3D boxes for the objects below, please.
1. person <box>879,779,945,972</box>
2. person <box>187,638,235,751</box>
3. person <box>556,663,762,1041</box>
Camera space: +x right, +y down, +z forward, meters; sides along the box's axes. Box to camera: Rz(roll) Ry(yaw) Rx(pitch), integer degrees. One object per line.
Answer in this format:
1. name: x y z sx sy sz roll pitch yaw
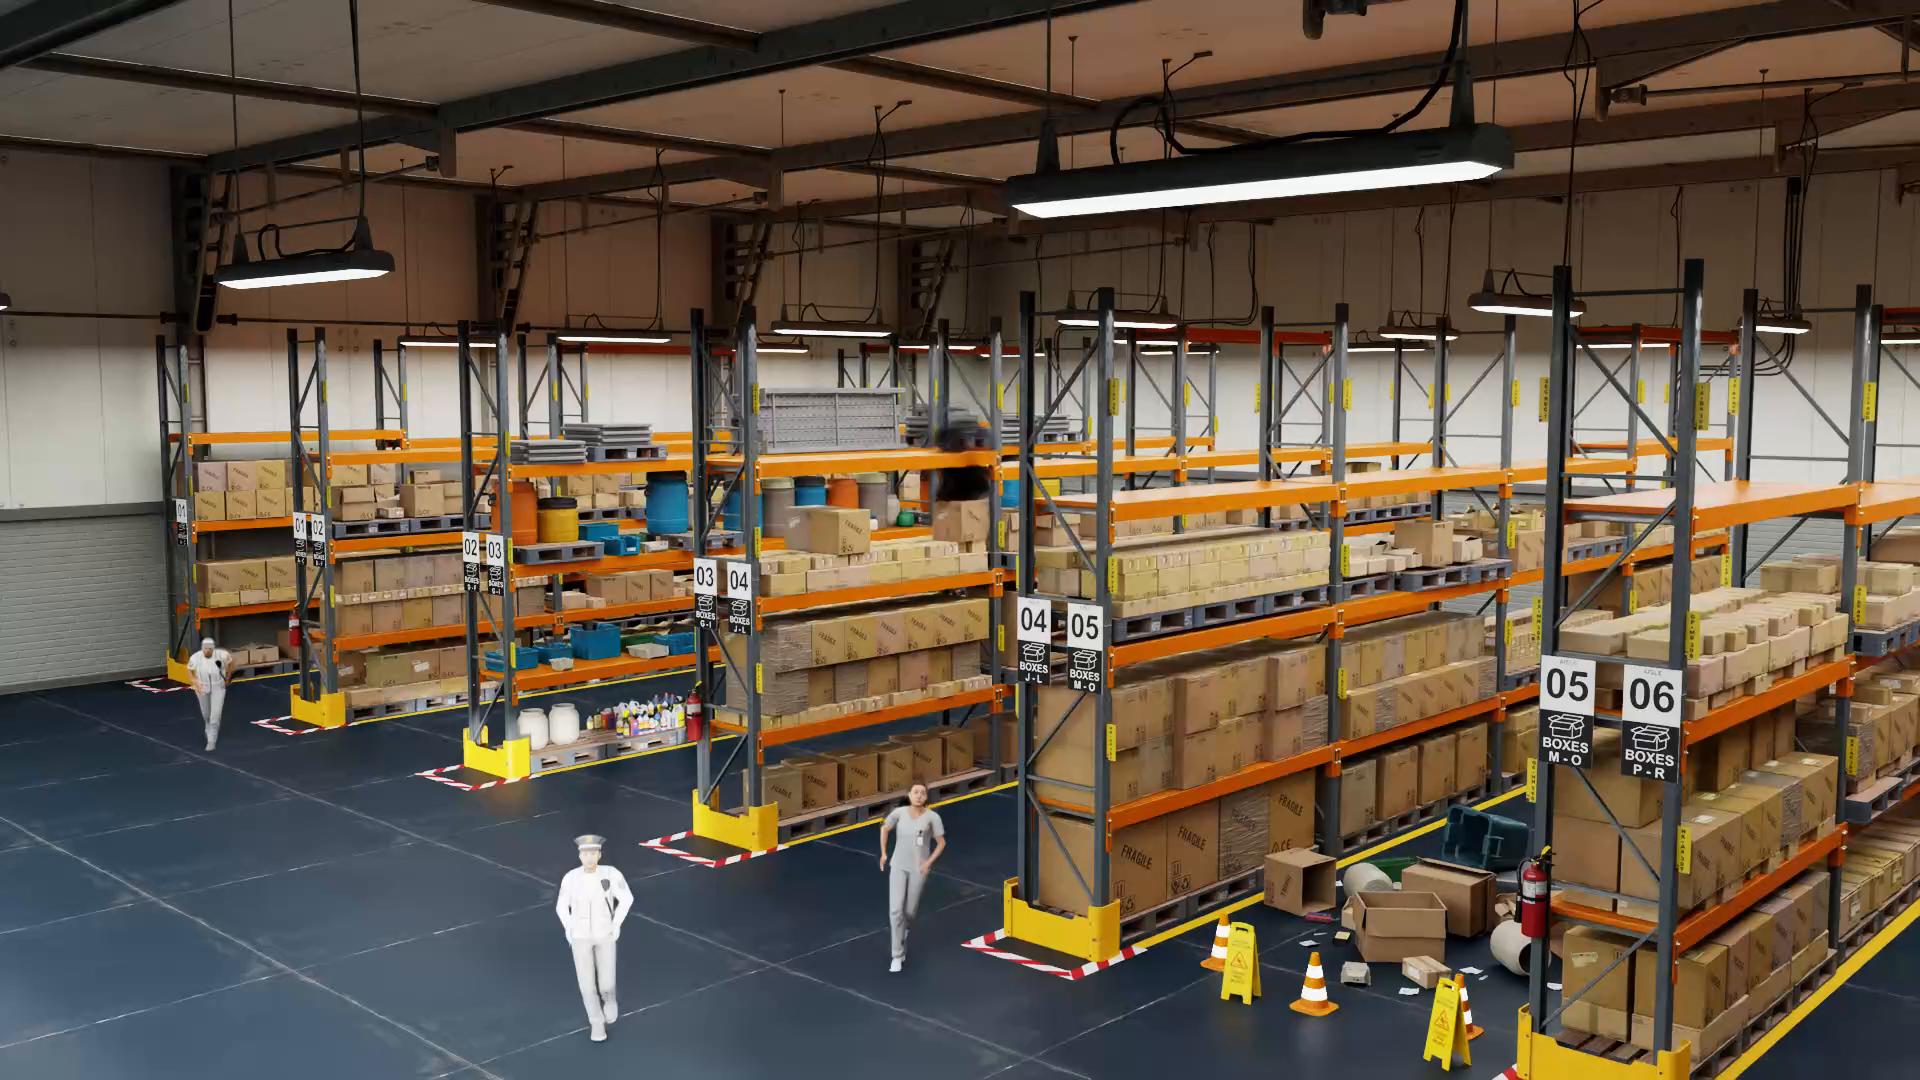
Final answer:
1. person: -0.434 2.963 14.897 0.604 1.651 0.719 1 5 7
2. person: -10.727 2.166 23.807 0.598 1.636 0.996 -3 6 -26
3. person: -2.661 2.660 15.592 1.594 2.084 5.553 -1 5 -6
